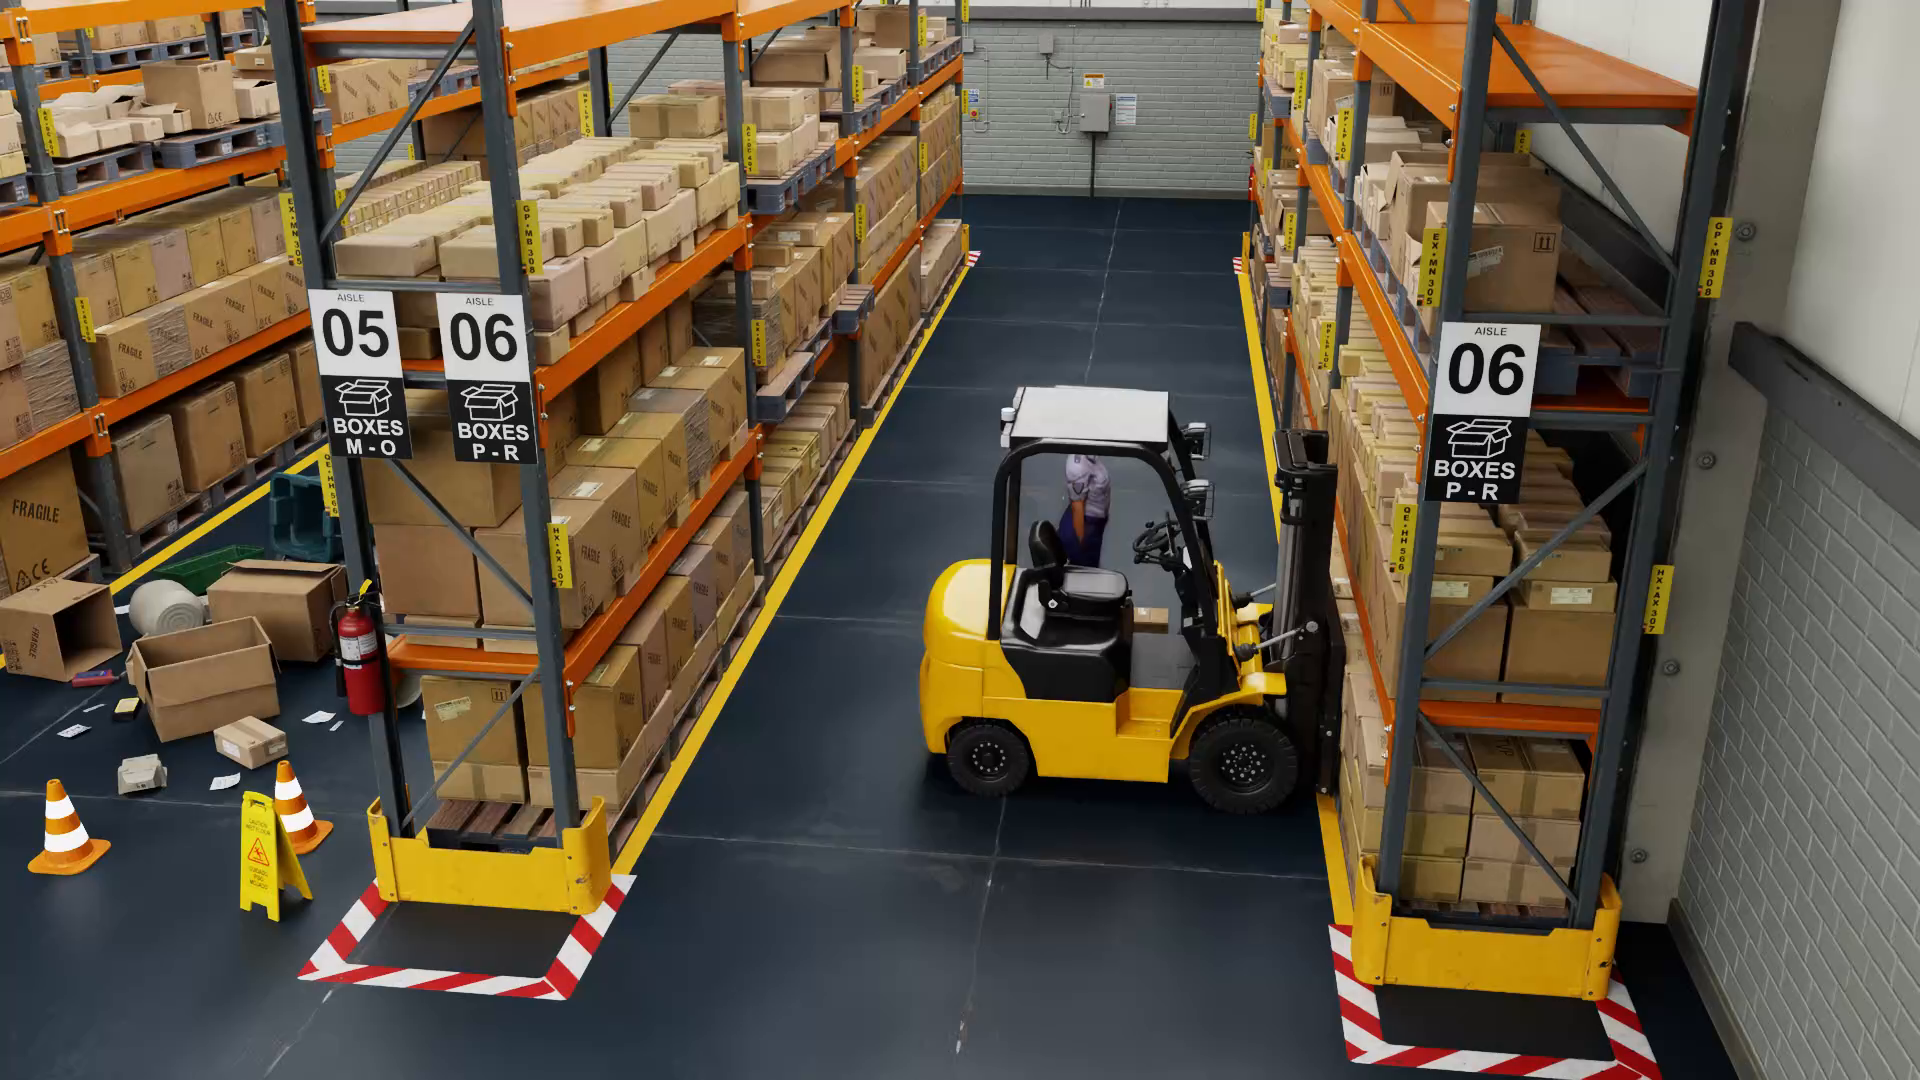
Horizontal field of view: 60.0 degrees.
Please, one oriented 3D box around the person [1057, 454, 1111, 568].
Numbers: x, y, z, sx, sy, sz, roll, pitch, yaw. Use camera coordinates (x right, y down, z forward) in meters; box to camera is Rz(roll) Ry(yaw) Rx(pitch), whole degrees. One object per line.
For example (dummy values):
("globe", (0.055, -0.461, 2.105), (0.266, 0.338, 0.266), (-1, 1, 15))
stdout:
("person", (0.843, -0.044, 11.224), (0.357, 1.661, 0.474), (3, 21, 7))
